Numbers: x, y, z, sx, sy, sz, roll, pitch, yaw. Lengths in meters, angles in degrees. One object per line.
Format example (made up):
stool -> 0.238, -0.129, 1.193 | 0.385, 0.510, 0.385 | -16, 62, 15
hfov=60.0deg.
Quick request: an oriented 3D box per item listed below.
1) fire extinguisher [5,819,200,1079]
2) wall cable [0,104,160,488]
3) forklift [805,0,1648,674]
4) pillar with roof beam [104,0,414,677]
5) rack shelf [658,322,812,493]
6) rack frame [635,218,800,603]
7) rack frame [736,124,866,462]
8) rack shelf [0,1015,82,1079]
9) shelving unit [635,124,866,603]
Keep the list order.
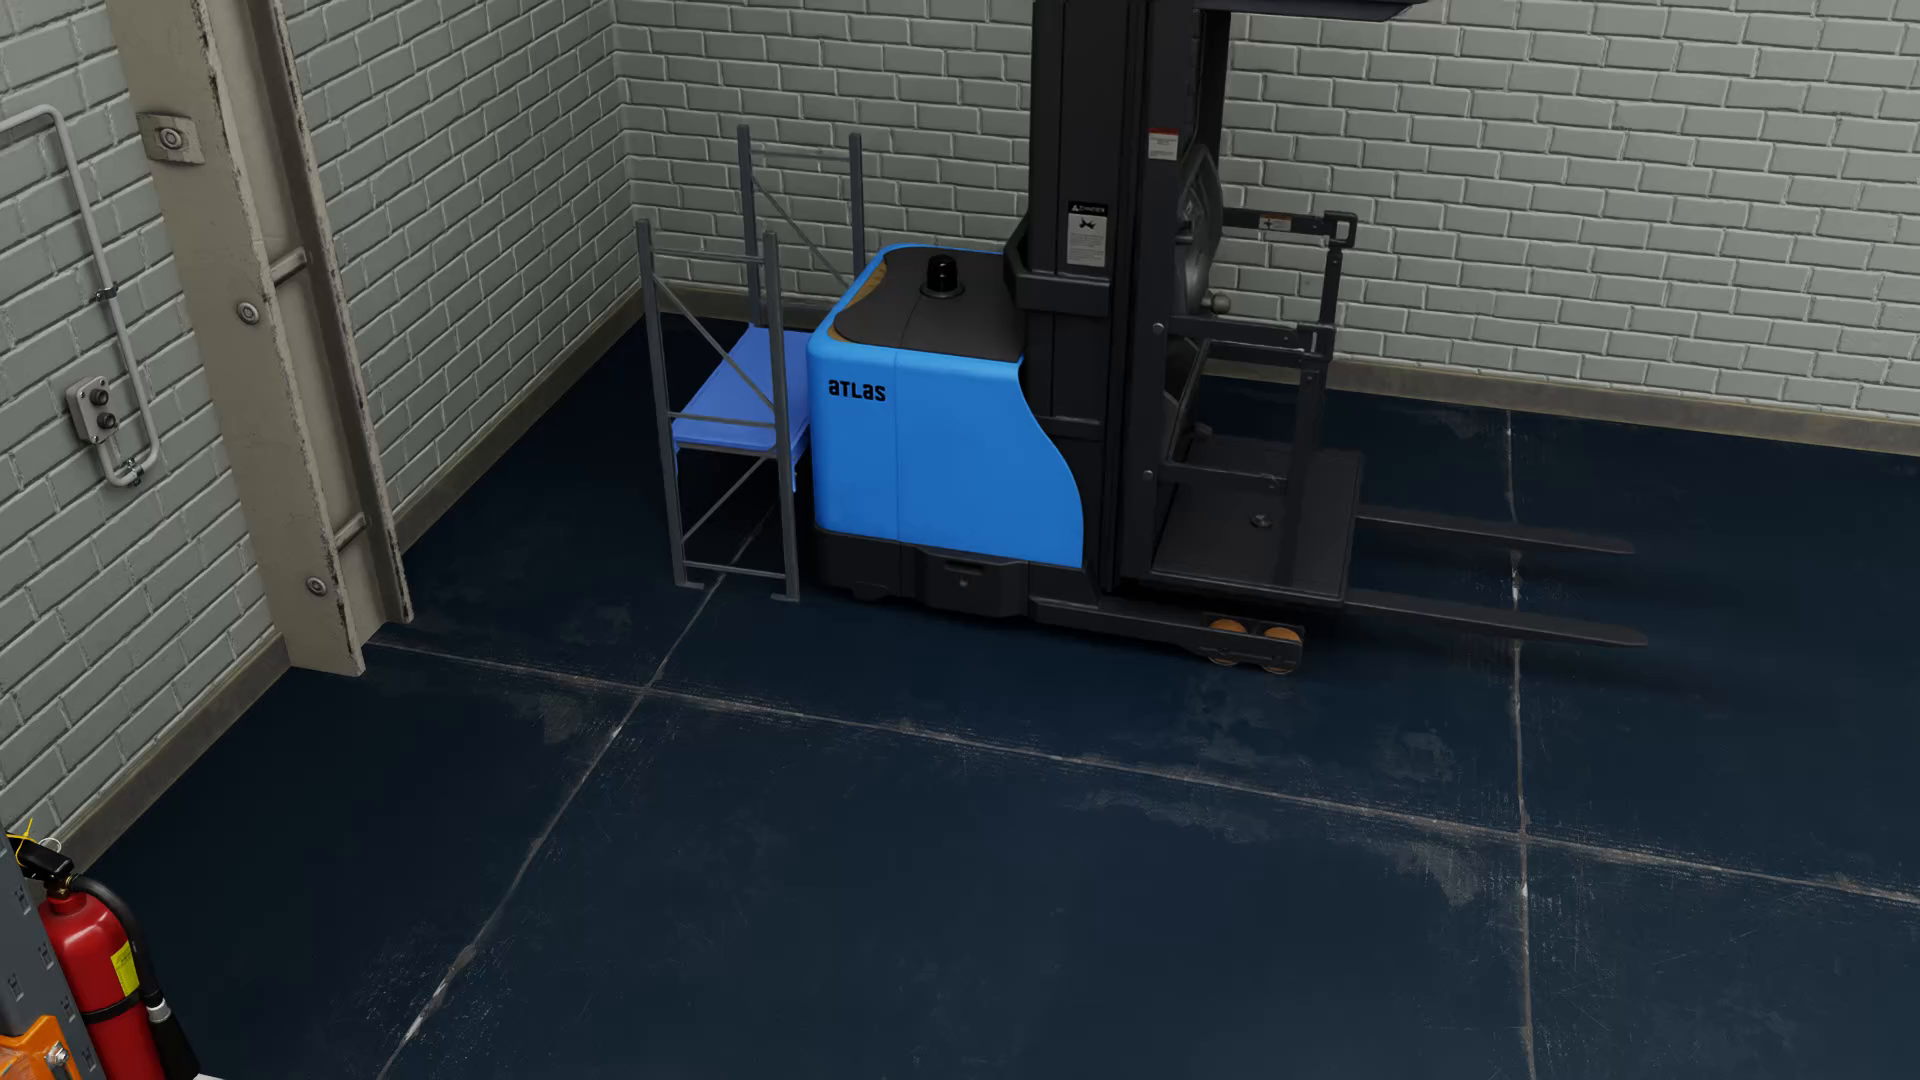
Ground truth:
fire extinguisher -> -1.626, 0.796, 3.121 | 0.296, 0.674, 0.183 | 8, 33, 12
wall cable -> -2.701, -0.600, 3.951 | 0.084, 1.984, 1.851 | 8, 33, 12
forklift -> 1.011, -1.071, 5.703 | 3.031, 2.935, 1.130 | 8, 33, 13
pillar with roof beam -> 1.902, -2.843, 2.834 | 9.100, 9.000, 0.400 | 8, 33, 12
rack shelf -> -0.744, -0.544, 6.543 | 0.538, 0.185, 1.000 | 7, 33, 11
rack frame -> -0.861, -0.431, 6.029 | 0.500, 1.500, 0.032 | 7, 33, 11
rack frame -> -0.627, -0.961, 6.864 | 0.500, 1.500, 0.032 | 7, 33, 11
rack shelf -> -2.618, 1.963, 1.536 | 1.077, 0.370, 4.000 | 8, 33, 12
shelving unit -> -0.744, -0.696, 6.447 | 0.538, 1.500, 1.048 | 7, 33, 11
